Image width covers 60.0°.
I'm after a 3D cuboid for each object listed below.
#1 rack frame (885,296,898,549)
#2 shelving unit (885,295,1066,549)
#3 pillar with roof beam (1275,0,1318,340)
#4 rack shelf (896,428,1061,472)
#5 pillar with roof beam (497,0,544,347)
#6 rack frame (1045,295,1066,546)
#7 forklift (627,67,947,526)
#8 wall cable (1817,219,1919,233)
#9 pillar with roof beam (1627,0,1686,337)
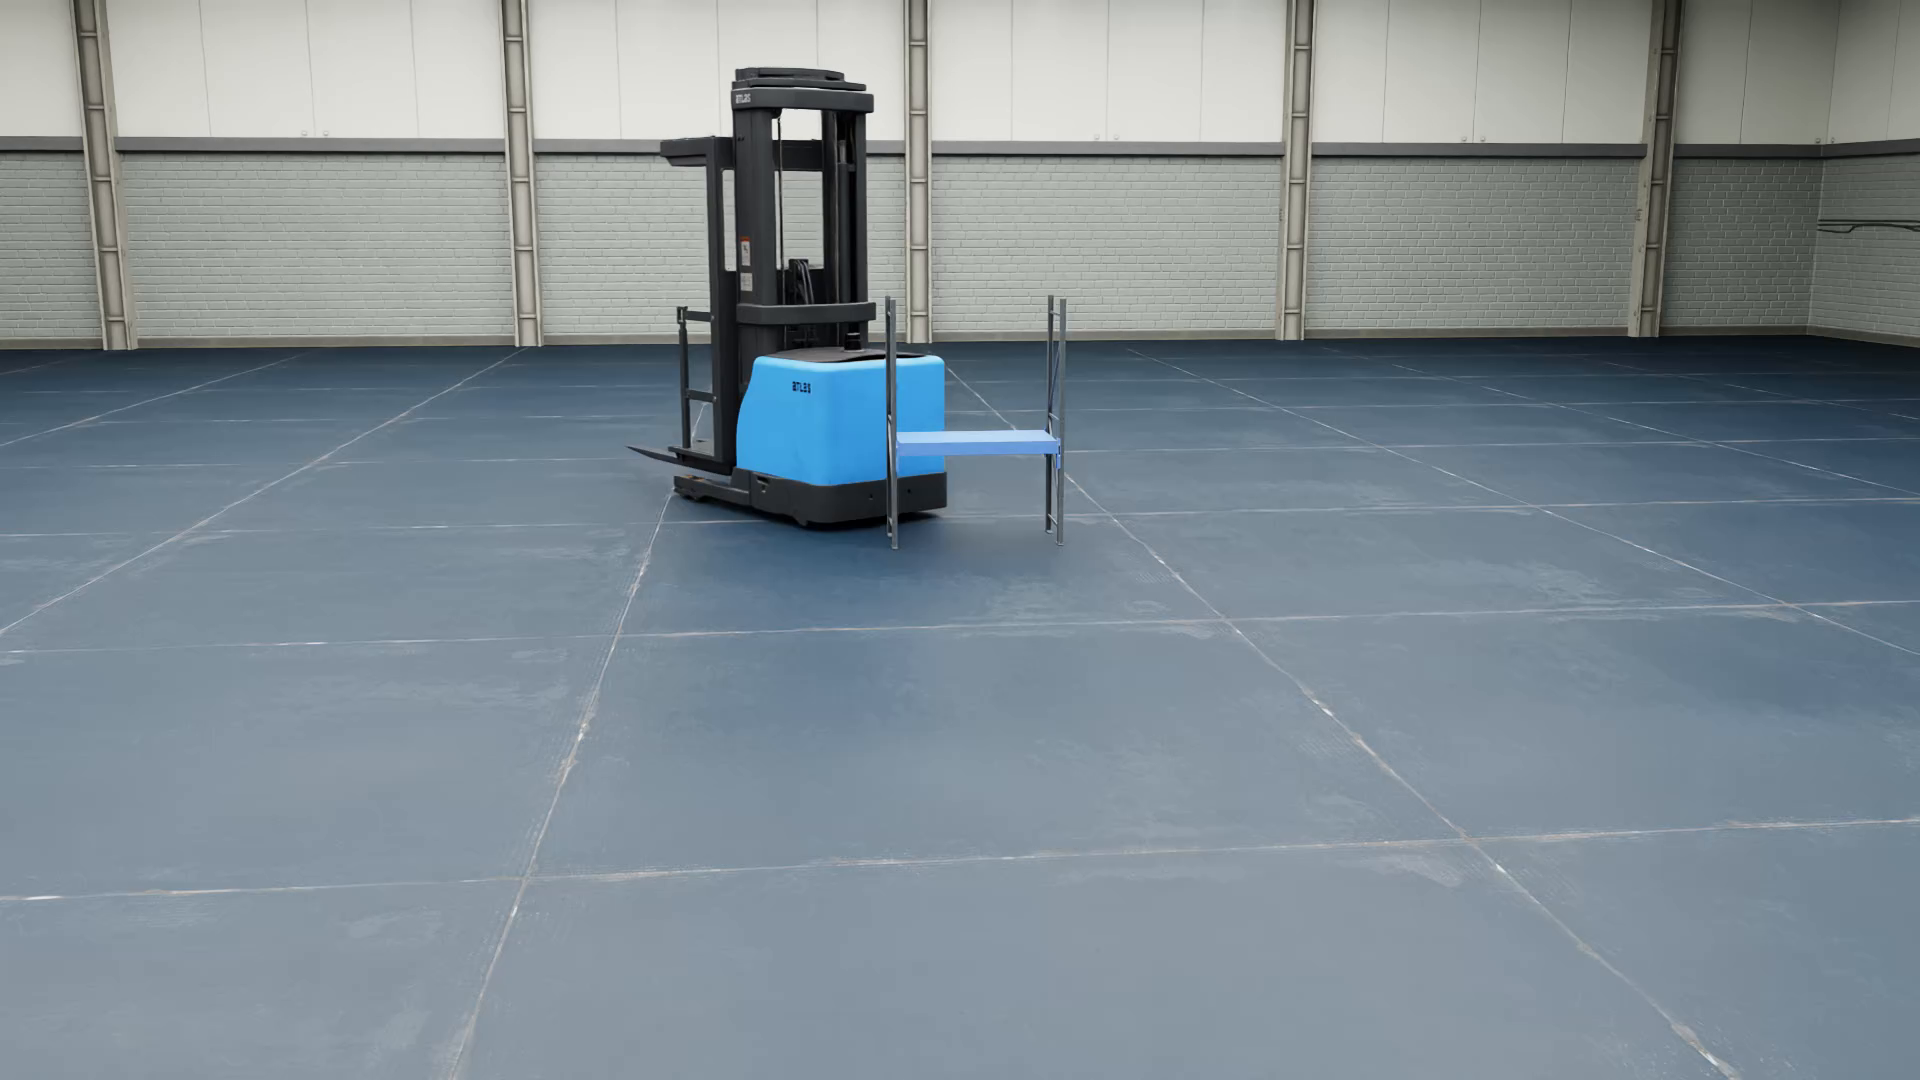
[{"bbox_3d":[-0.421,-0.727,10.179,0.032,1.500,0.500,-1,11,-6],"label":"rack frame"},{"bbox_3d":[0.085,-0.738,10.232,1.048,1.500,0.538,-1,11,-6],"label":"shelving unit"},{"bbox_3d":[5.781,-6.829,21.776,0.400,9.000,9.100,-1,11,-6],"label":"pillar with roof beam"},{"bbox_3d":[0.085,-0.561,10.267,1.000,0.185,0.538,-1,11,-6],"label":"rack shelf"},{"bbox_3d":[-6.149,-6.579,20.505,0.400,9.000,9.100,-1,11,-6],"label":"pillar with roof beam"},{"bbox_3d":[0.590,-0.748,10.286,0.032,1.500,0.500,-1,11,-6],"label":"rack frame"},{"bbox_3d":[-1.391,-1.758,11.712,1.130,2.935,3.031,-9,14,-37],"label":"forklift"},{"bbox_3d":[14.352,-6.064,25.933,0.112,2.526,3.097,-1,11,-6],"label":"wall cable"},{"bbox_3d":[11.745,-6.954,22.412,0.400,9.000,9.100,-1,11,-6],"label":"pillar with roof beam"}]
